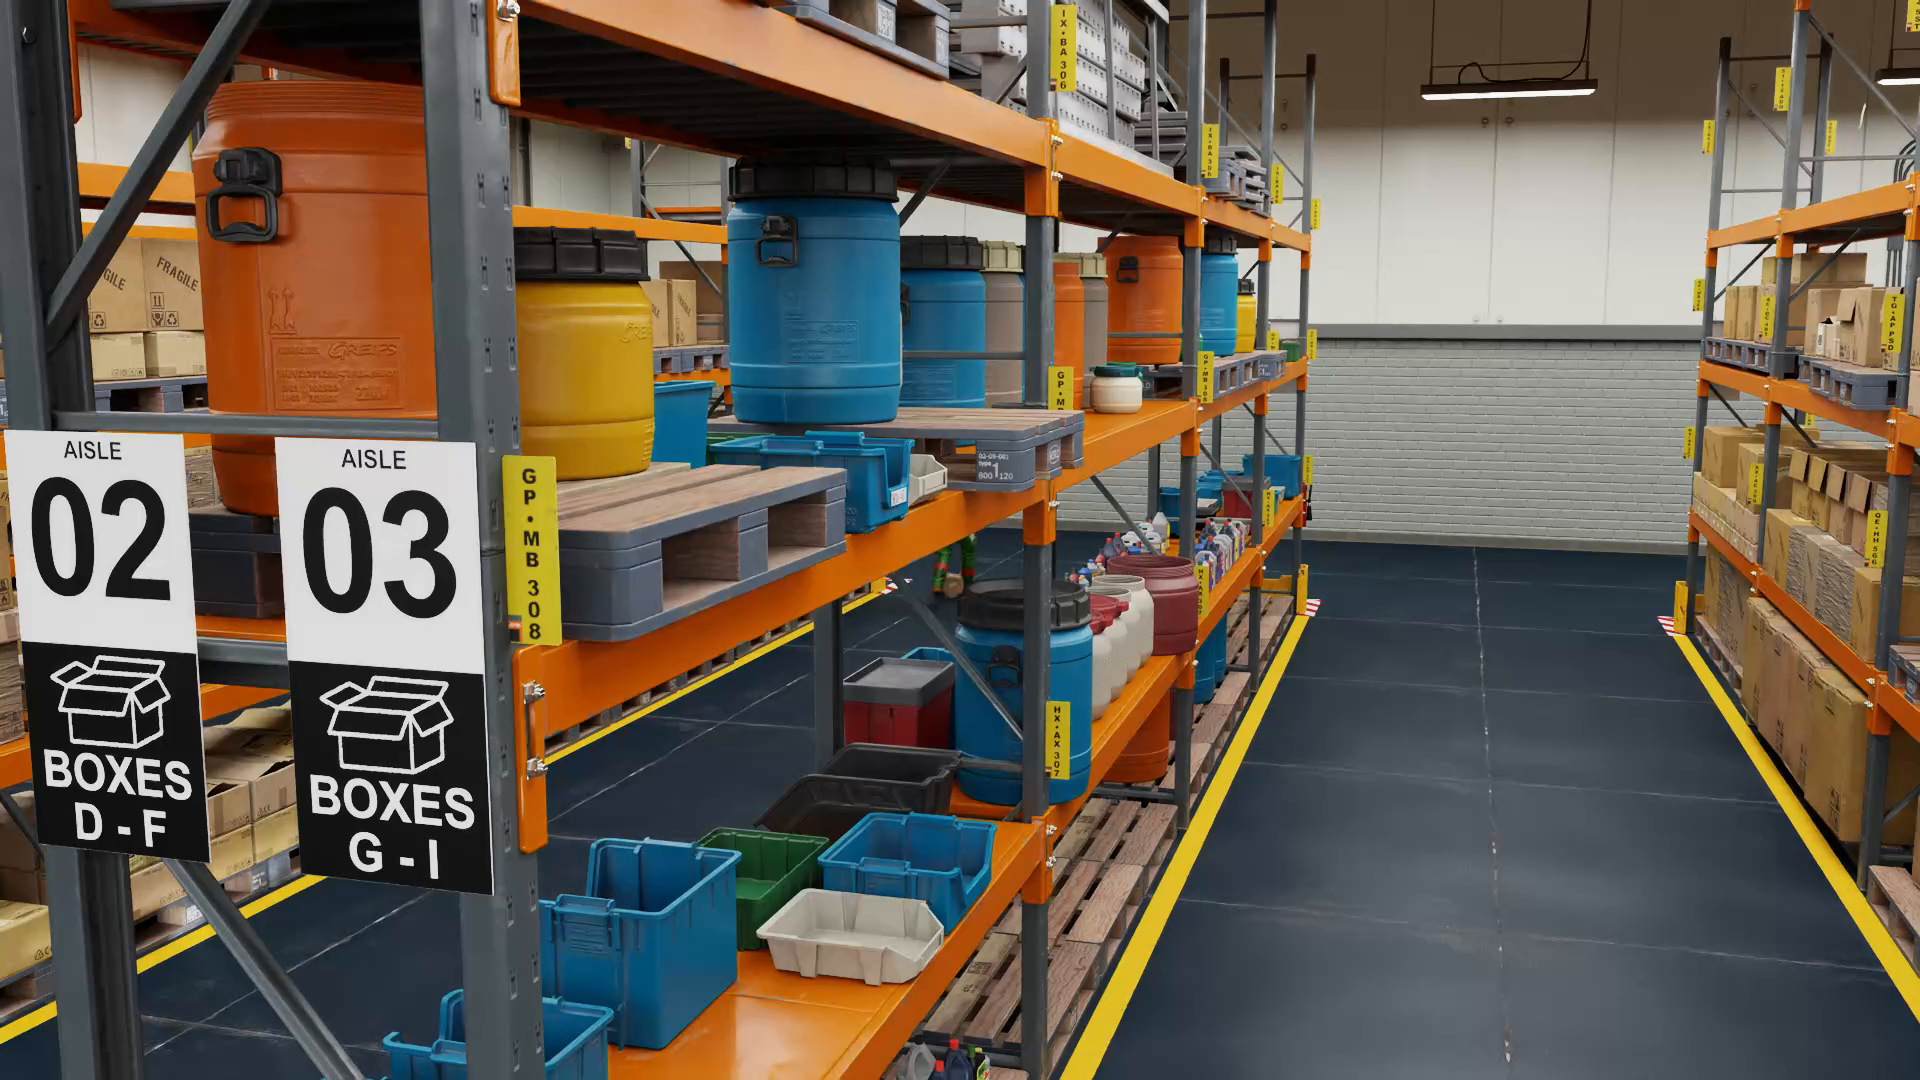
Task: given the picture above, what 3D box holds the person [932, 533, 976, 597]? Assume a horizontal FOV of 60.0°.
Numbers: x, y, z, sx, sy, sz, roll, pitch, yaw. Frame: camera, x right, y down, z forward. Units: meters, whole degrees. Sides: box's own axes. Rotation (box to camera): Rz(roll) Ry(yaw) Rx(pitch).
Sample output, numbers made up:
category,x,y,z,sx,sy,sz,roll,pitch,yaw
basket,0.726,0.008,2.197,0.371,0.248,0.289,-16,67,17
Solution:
category,x,y,z,sx,sy,sz,roll,pitch,yaw
person,-0.076,-0.182,19.019,0.574,1.766,0.919,3,9,18
